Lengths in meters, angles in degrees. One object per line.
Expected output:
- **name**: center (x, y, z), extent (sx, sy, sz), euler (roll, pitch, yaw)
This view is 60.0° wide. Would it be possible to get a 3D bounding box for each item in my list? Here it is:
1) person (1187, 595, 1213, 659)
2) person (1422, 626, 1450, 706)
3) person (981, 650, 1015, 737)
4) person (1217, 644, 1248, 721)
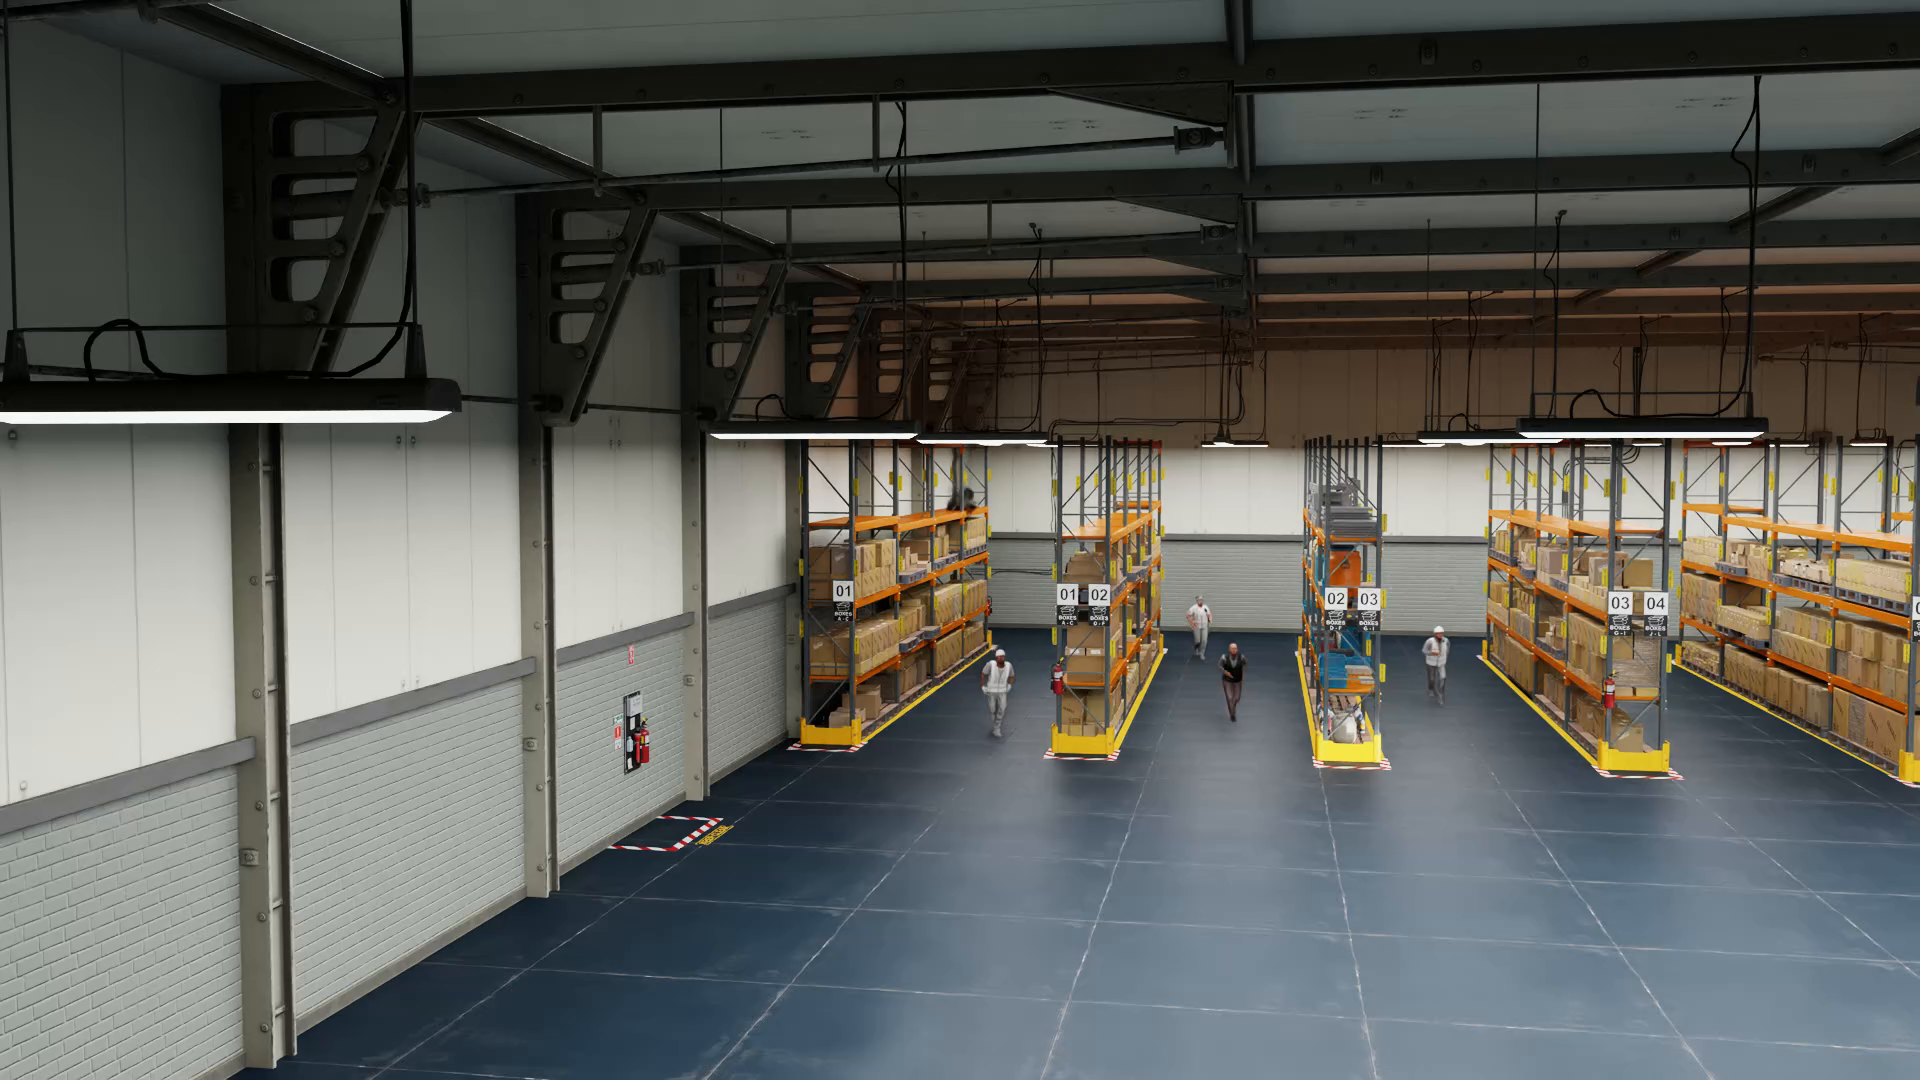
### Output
- **person**: center (6.617, 2.391, 45.763), extent (0.714, 1.766, 0.638), euler (-1, 3, -9)
- **person**: center (10.769, 2.820, 37.655), extent (0.657, 1.787, 1.013), euler (0, 3, 5)
- **person**: center (0.757, 3.059, 33.560), extent (0.699, 1.745, 0.786), euler (0, 3, -8)
- **person**: center (5.775, 3.006, 35.236), extent (0.647, 1.662, 0.735), euler (0, 3, 6)
